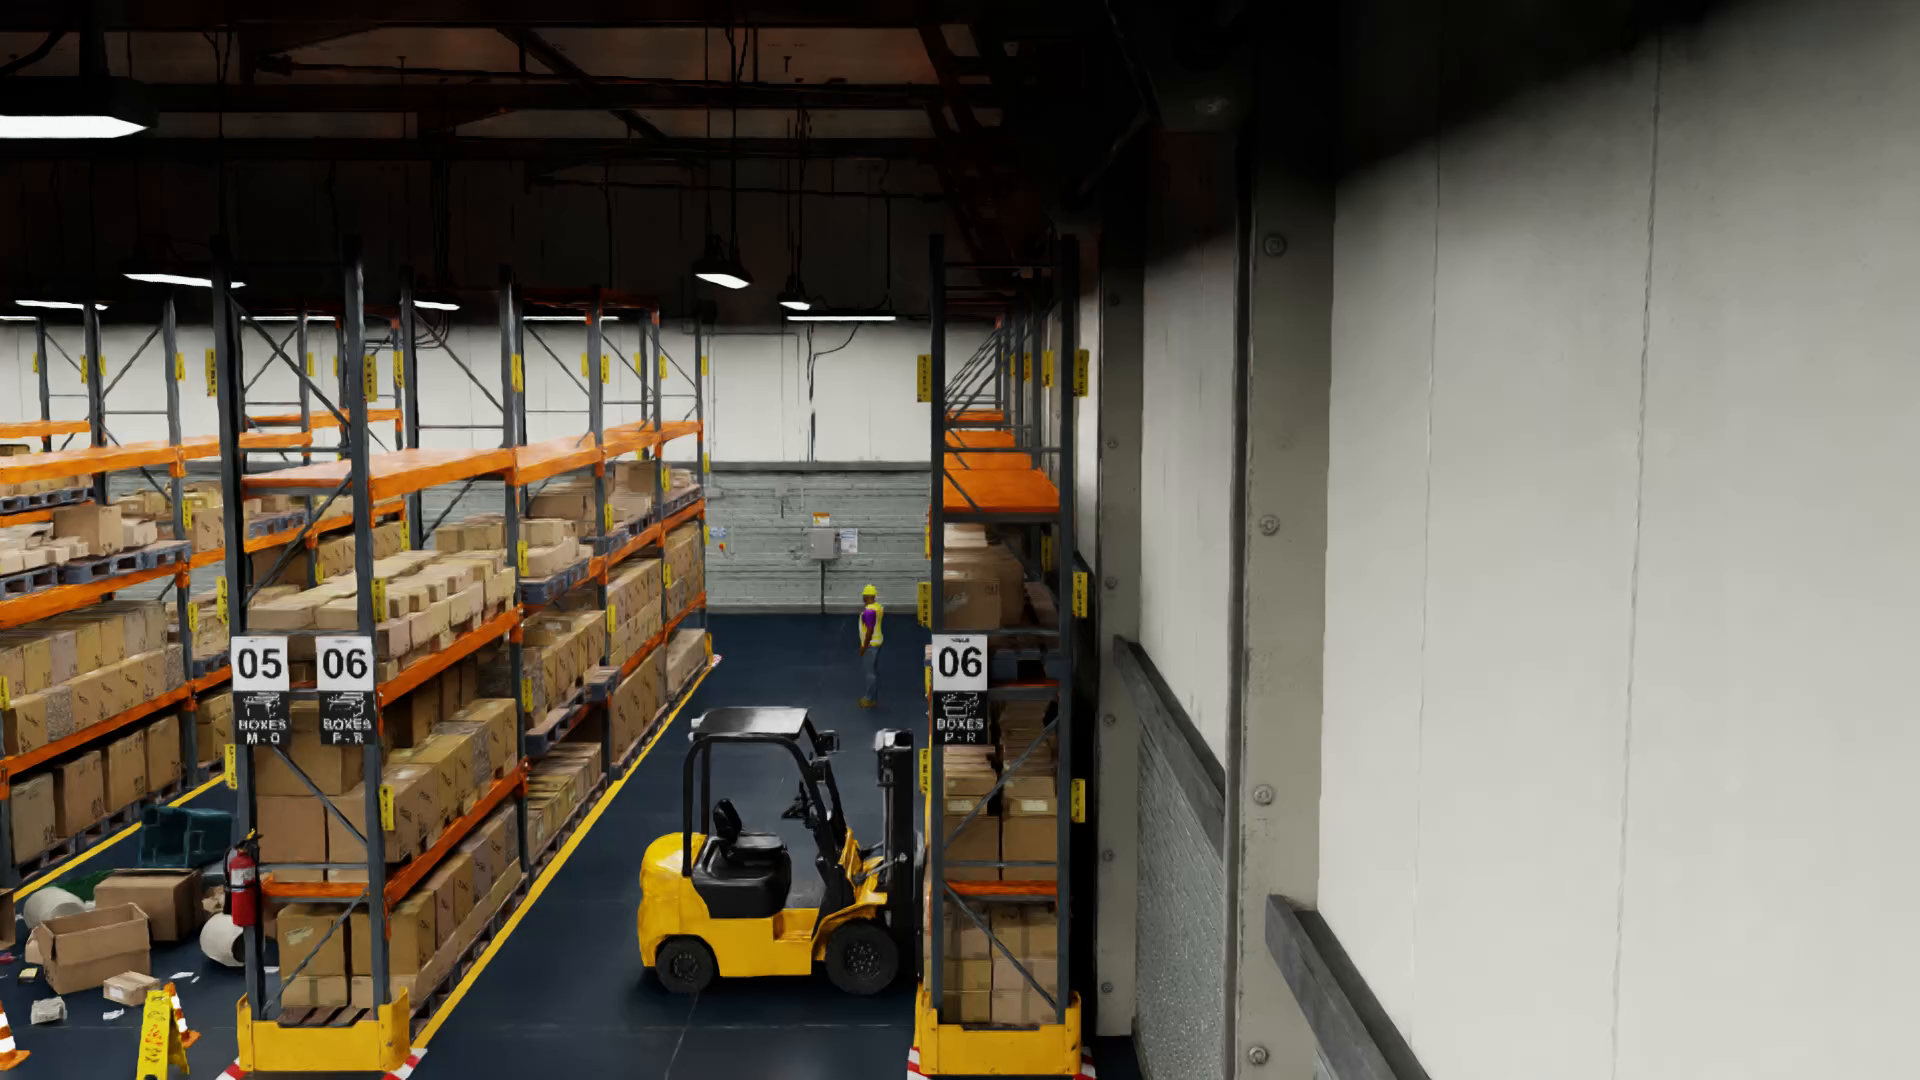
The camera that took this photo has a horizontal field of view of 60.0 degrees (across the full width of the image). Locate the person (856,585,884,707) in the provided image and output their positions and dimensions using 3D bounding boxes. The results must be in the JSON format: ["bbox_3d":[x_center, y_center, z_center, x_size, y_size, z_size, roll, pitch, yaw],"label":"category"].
[{"bbox_3d":[-1.347,1.565,24.697,0.411,1.803,0.616,1,6,11],"label":"person"}]
